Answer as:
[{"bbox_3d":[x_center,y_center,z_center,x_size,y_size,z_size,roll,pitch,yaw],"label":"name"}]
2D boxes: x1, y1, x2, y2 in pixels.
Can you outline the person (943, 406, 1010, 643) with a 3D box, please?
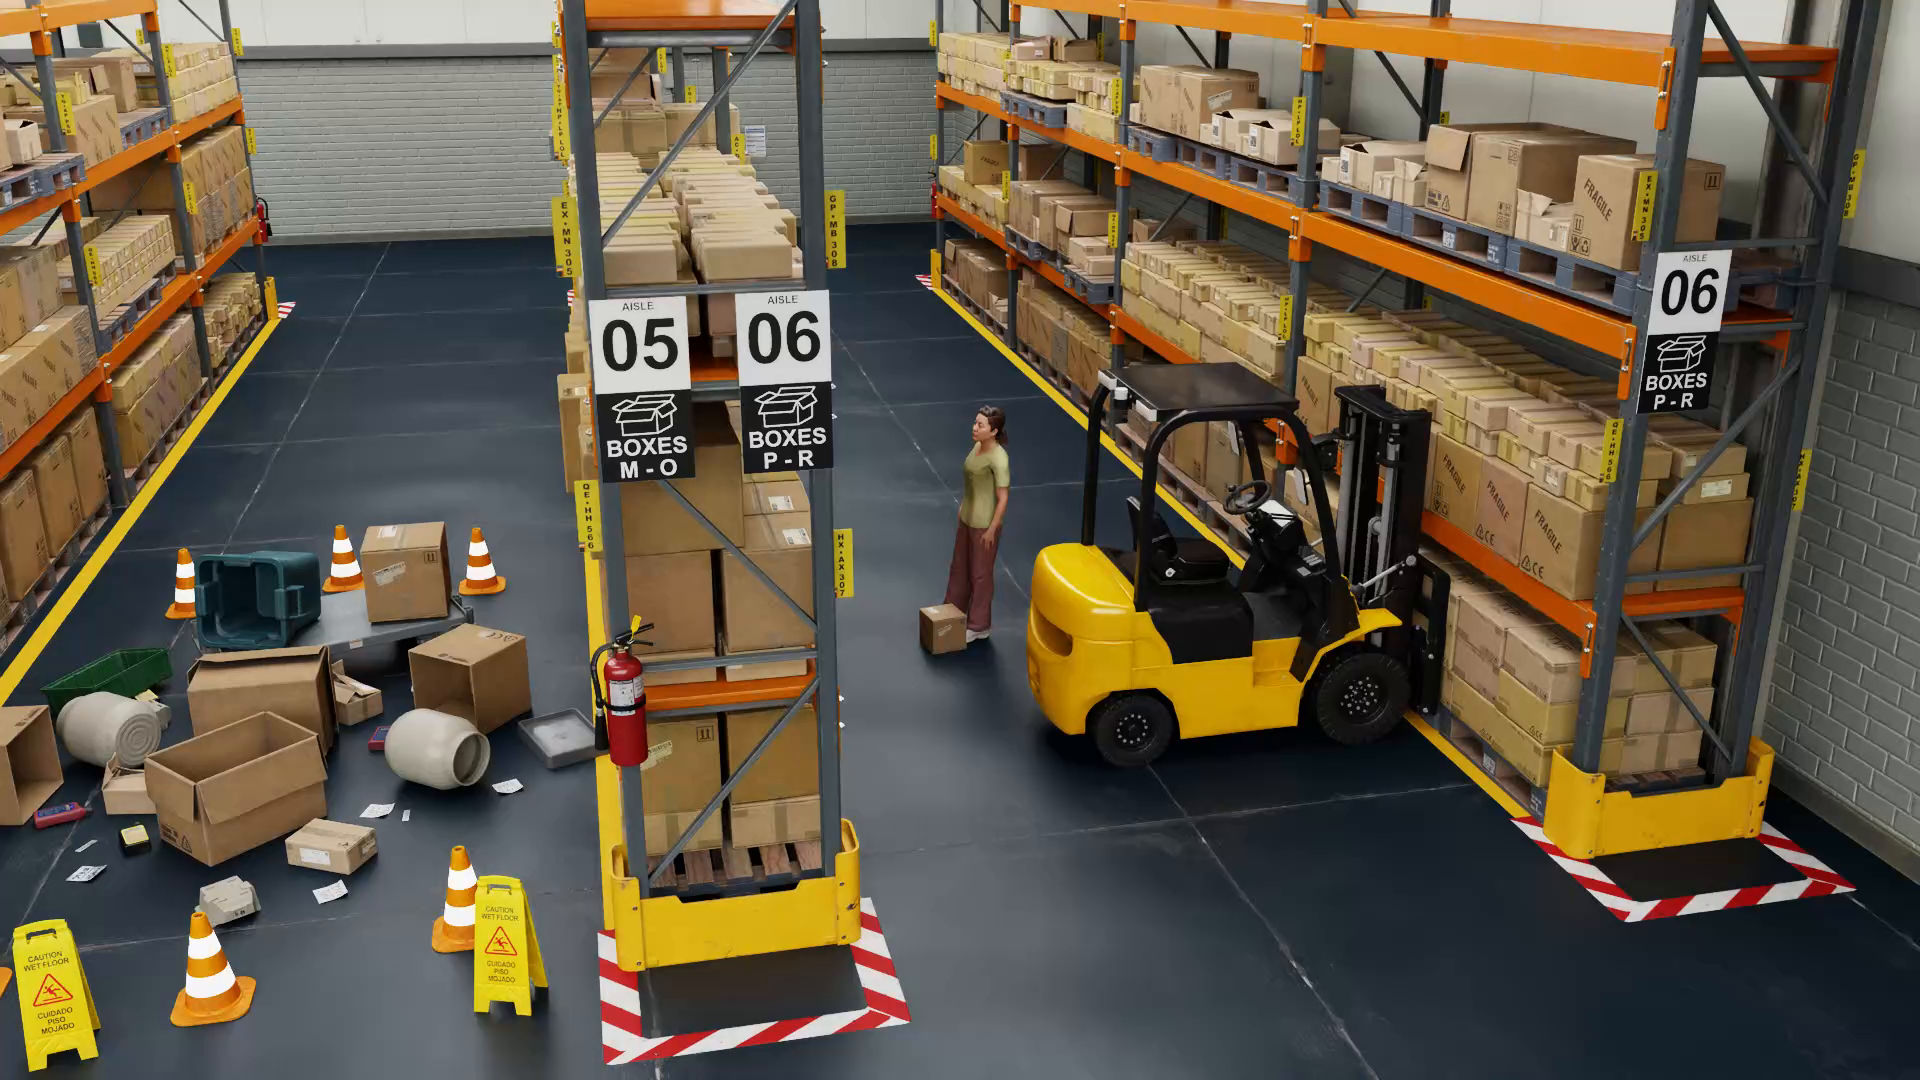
[{"bbox_3d":[0.070,-0.104,11.335,0.548,1.674,0.552,-7,21,-20],"label":"person"}]
